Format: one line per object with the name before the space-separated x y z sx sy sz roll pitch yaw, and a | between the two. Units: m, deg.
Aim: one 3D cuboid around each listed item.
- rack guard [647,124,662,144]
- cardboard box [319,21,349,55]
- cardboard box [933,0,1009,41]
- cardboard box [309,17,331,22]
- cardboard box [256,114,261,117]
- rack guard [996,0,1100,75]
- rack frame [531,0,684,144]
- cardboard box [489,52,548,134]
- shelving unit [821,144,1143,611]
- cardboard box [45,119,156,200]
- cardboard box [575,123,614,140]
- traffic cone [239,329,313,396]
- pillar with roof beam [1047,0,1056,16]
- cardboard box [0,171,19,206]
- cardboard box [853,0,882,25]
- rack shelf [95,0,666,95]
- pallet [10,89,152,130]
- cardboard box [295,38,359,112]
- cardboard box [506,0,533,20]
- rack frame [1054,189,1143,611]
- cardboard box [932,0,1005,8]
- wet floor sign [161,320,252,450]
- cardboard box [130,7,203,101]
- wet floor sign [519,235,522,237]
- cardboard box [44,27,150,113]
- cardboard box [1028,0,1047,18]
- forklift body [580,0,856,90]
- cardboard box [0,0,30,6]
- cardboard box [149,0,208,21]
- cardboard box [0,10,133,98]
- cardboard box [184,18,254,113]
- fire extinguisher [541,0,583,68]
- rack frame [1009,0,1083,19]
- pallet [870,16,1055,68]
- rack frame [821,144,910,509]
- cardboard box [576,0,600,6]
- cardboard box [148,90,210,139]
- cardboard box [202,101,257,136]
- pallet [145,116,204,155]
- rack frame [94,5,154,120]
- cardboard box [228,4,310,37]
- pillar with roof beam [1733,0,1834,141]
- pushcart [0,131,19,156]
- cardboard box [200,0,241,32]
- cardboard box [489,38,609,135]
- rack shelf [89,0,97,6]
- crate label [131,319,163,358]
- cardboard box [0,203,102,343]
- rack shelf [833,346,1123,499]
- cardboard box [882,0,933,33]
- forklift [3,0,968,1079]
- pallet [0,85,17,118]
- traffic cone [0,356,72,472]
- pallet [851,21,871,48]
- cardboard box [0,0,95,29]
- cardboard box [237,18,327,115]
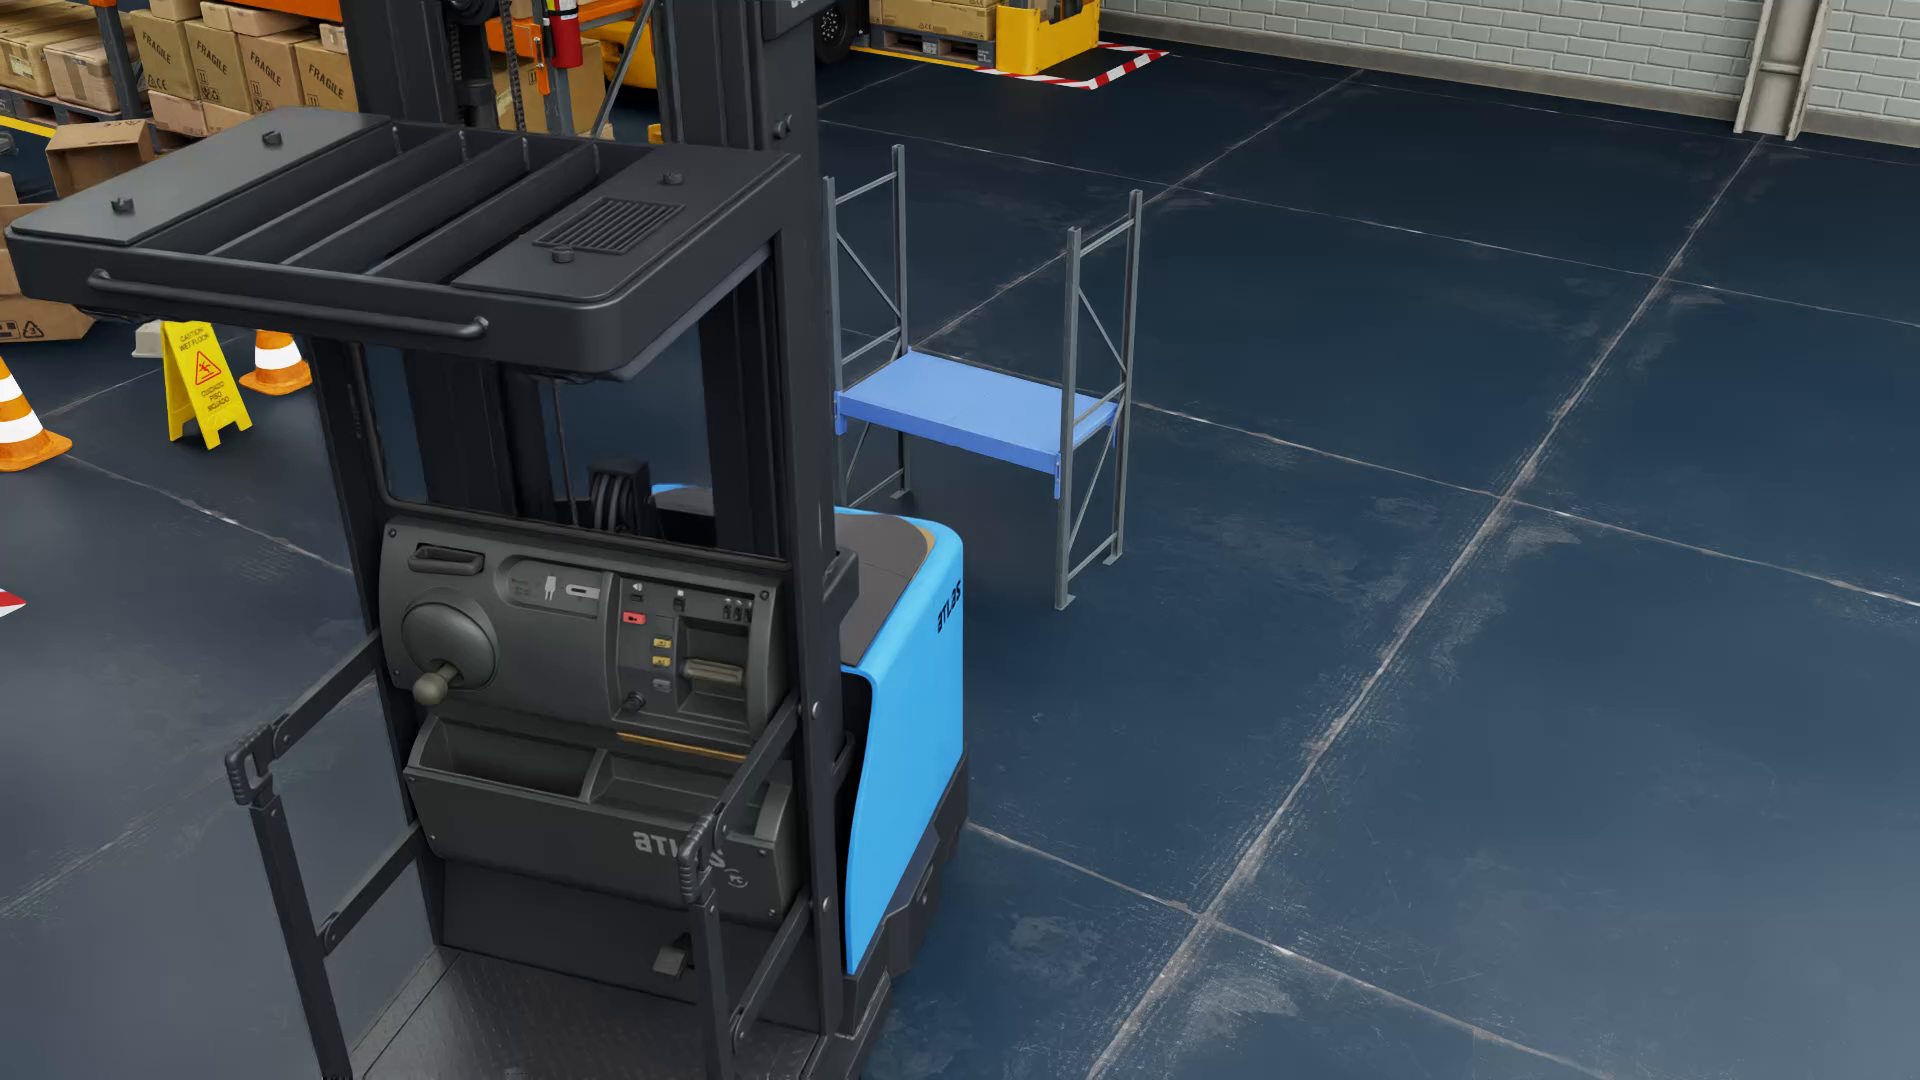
rack guard | -2.008 -2.024 9.724 0.348 0.500 1.175 18 35 27
cardboard box | -3.541 -2.995 9.830 0.250 0.149 0.380 19 35 29
cardboard box | 0.126 -4.188 13.264 0.500 0.250 0.500 18 35 28
cardboard box | -3.823 -3.157 10.753 0.500 0.500 0.500 20 36 30
cardboard box | -4.067 -2.597 10.536 0.500 0.250 0.500 17 34 27
rack guard | 0.712 -4.117 13.311 0.348 0.500 1.175 18 35 27
rack frame | -1.944 -3.084 9.059 0.127 3.000 1.000 18 35 27
cardboard box | -2.761 -2.505 9.634 0.500 0.500 0.500 18 35 28
shelving unit | 0.072 -0.625 6.333 1.048 1.500 0.538 18 35 27
cardboard box | -5.148 -2.209 10.038 0.500 0.500 0.500 -9 32 -15
cardboard box | -2.480 -2.412 10.219 0.500 0.250 0.500 17 34 27
traffic cone | -3.296 -0.988 7.984 0.334 0.463 0.336 18 35 27
pillar with roof beam | -1.707 -6.528 9.010 0.400 9.000 9.100 18 35 27
cardboard box | -5.574 -1.701 9.032 0.503 0.637 0.797 18 35 27
cardboard box | -0.709 -4.463 13.736 0.500 0.250 0.500 18 35 28
rack shelf | -3.638 -3.309 10.159 4.000 0.370 1.077 18 35 27
pallet | -5.992 -3.159 11.955 1.213 0.211 1.003 18 35 27
cardboard box | -3.628 -2.781 10.109 0.500 0.500 0.500 17 34 26
cardboard box | -2.374 -2.984 9.138 0.250 0.149 0.380 19 35 29
rack frame | 0.503 -0.489 6.099 0.032 1.500 0.500 18 35 27
cardboard box | 0.113 -4.410 13.148 0.500 0.250 0.500 17 34 27
wet floor sign | -3.413 -0.764 7.420 0.232 0.644 0.267 12 32 19
cardboard box | -4.975 -3.200 10.826 0.500 0.500 0.500 19 35 30
wet floor sign | -2.352 -1.559 8.782 0.267 0.644 0.232 -21 36 -32
cardboard box | -5.777 -3.341 11.691 0.625 0.372 0.950 18 35 28
cardboard box | 0.380 -4.412 13.648 0.500 0.250 0.500 18 35 28
forklift body | -1.884 -4.566 12.442 1.214 2.155 2.313 18 35 27
cardboard box | -7.617 -3.923 12.689 0.625 0.372 0.950 17 34 26
cardboard box | -4.902 -3.421 10.561 0.250 0.149 0.380 18 35 28
cardboard box | -6.388 -3.532 12.019 0.625 0.372 0.950 20 36 30
cardboard box | -4.516 -3.061 10.588 0.500 0.500 0.500 19 35 29
fire extinguisher | -2.092 -2.823 8.689 0.183 0.674 0.296 18 35 27
rack frame | 0.692 -5.203 12.692 0.127 3.000 1.000 18 35 27
pallet | 0.022 -4.186 13.715 1.213 0.211 1.003 18 35 27
rack frame | -0.358 -0.761 6.566 0.032 1.500 0.500 18 35 27
cardboard box | -2.121 -3.155 9.430 0.250 0.149 0.380 18 35 28
cardboard box | -4.975 -2.876 11.015 0.500 0.250 0.500 16 34 25
cardboard box | -4.517 -2.738 10.778 0.500 0.250 0.500 20 36 30
pallet | -4.744 -2.786 11.316 1.213 0.211 1.003 18 35 27
rack frame | -5.332 -4.155 10.896 0.127 3.000 1.000 18 35 27
cardboard box | -4.236 -3.213 10.205 0.250 0.149 0.380 20 36 30
pillar with roof beam | 3.375 -4.921 6.255 0.400 9.000 9.100 18 35 27
pushcart | -6.501 -2.036 9.866 0.936 0.377 1.648 6 31 10
cardboard box | -4.465 -3.284 10.326 0.250 0.149 0.380 19 35 29
cardboard box | -2.500 -2.742 10.041 0.500 0.500 0.500 16 34 26
rack shelf | -7.026 -4.380 11.996 4.000 0.370 1.077 18 35 27
crate label | -3.995 -1.031 8.382 0.298 0.136 0.250 1 30 2
cardboard box | -4.777 -1.396 8.643 0.637 0.503 0.797 -4 30 -7
rack shelf | 0.072 -0.470 6.424 1.000 0.185 0.538 18 35 27
cardboard box | -0.290 -4.325 13.499 0.500 0.250 0.500 18 35 27
forklift | -0.893 0.255 3.405 1.130 2.935 3.031 9 31 15
pallet | -7.029 -3.485 12.515 1.213 0.211 1.003 18 35 27
traffic cone | -4.185 -0.597 7.313 0.334 0.463 0.336 18 35 27
pallet | -1.007 -4.513 14.276 1.213 0.211 1.003 18 35 27
cardboard box | -6.978 -3.718 12.337 0.625 0.372 0.950 19 35 29
cardboard box | -4.078 -2.922 10.349 0.500 0.500 0.500 20 36 30
